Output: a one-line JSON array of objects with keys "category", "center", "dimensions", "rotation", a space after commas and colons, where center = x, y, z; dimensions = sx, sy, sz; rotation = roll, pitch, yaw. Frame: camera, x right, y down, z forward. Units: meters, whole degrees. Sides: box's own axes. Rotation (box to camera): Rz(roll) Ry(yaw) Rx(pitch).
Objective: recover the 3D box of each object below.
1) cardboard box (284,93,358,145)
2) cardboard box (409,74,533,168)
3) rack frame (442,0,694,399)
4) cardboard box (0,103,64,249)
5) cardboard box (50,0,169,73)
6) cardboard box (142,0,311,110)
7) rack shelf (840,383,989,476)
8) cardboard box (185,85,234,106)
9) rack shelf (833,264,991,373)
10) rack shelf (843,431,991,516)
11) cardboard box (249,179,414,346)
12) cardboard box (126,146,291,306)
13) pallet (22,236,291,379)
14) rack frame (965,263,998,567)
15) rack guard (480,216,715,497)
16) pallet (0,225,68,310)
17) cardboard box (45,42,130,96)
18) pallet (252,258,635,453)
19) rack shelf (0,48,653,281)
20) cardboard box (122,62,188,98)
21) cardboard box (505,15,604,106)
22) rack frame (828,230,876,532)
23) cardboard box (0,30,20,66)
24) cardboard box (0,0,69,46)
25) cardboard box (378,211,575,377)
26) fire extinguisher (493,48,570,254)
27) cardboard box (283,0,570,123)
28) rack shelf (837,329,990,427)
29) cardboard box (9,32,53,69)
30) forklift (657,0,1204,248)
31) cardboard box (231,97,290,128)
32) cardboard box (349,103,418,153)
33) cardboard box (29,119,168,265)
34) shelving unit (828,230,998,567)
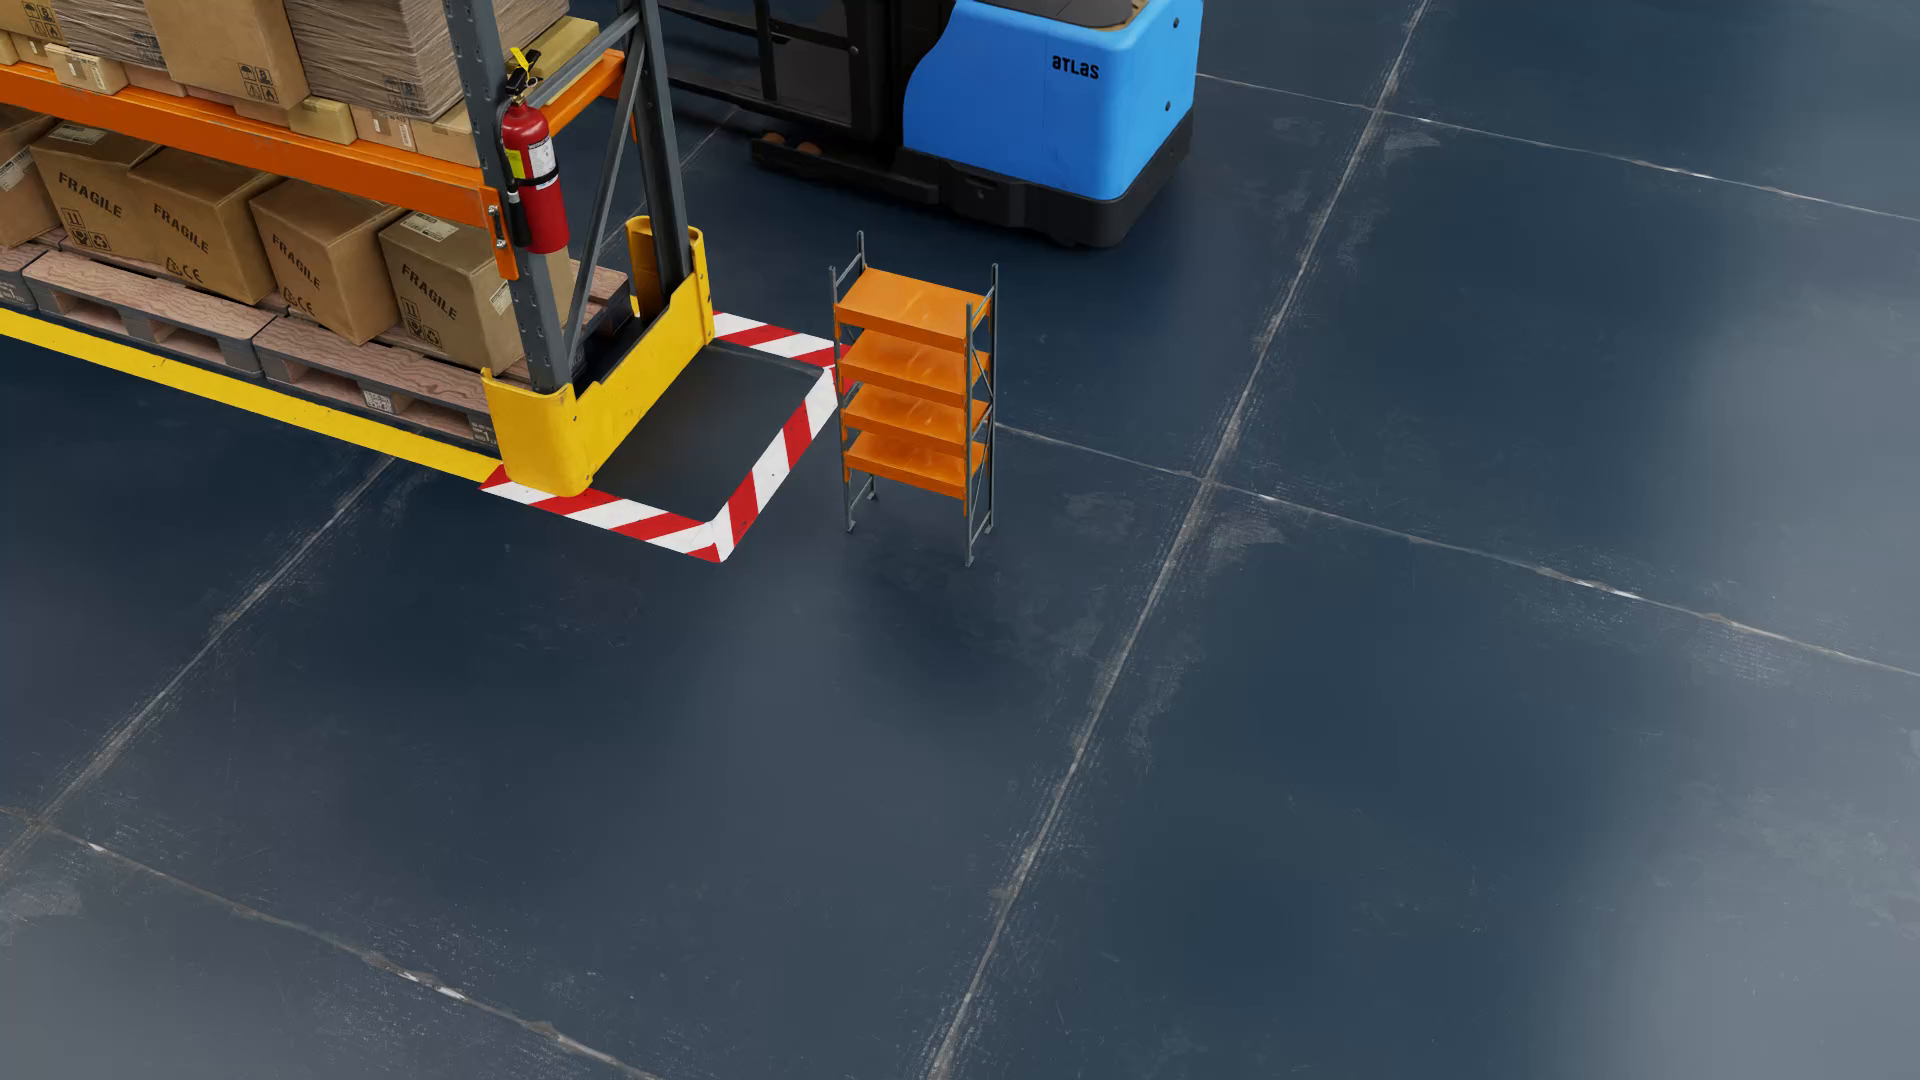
[{"category": "cardboard box", "center": [-2.168, -1.576, 5.886], "dimensions": [0.250, 0.149, 0.380], "rotation": [16, 47, 16]}, {"category": "cardboard box", "center": [-1.687, -1.474, 5.783], "dimensions": [0.250, 0.149, 0.380], "rotation": [16, 47, 16]}, {"category": "rack frame", "center": [-1.344, -1.620, 5.751], "dimensions": [0.127, 3.000, 1.000], "rotation": [16, 47, 16]}, {"category": "cardboard box", "center": [-4.151, -1.684, 7.290], "dimensions": [0.500, 0.500, 0.500], "rotation": [32, 53, 28]}, {"category": "cardboard box", "center": [-2.794, -2.149, 6.002], "dimensions": [0.500, 0.500, 0.875], "rotation": [16, 47, 16]}, {"category": "cardboard box", "center": [-2.349, -1.986, 5.837], "dimensions": [0.500, 0.500, 0.875], "rotation": [16, 47, 16]}, {"category": "rack shelf", "center": [-0.153, -0.423, 5.919], "dimensions": [0.480, 0.148, 0.258], "rotation": [16, 47, 16]}, {"category": "cardboard box", "center": [-2.607, -1.749, 6.059], "dimensions": [0.250, 0.149, 0.380], "rotation": [16, 47, 16]}, {"category": "rack shelf", "center": [-0.153, -0.749, 5.595], "dimensions": [0.480, 0.148, 0.258], "rotation": [16, 47, 16]}, {"category": "rack shelf", "center": [-0.153, -0.282, 6.059], "dimensions": [0.480, 0.148, 0.258], "rotation": [16, 47, 16]}, {"category": "cardboard box", "center": [-2.479, -1.203, 6.807], "dimensions": [0.500, 0.500, 0.500], "rotation": [29, 52, 26]}, {"category": "cardboard box", "center": [-3.050, -1.385, 6.990], "dimensions": [0.500, 0.500, 0.500], "rotation": [21, 48, 19]}, {"category": "pallet", "center": [-3.273, -1.228, 7.334], "dimensions": [1.213, 0.211, 1.003], "rotation": [16, 47, 16]}, {"category": "rack frame", "center": [0.072, -0.404, 5.805], "dimensions": [0.015, 1.200, 0.240], "rotation": [16, 47, 16]}, {"category": "rack guard", "center": [-1.415, -0.754, 6.654], "dimensions": [0.348, 0.500, 1.175], "rotation": [16, 47, 16]}, {"category": "pallet", "center": [-4.403, -1.558, 7.666], "dimensions": [1.213, 0.211, 1.003], "rotation": [16, 47, 16]}, {"category": "cardboard box", "center": [-3.112, -1.813, 6.123], "dimensions": [0.250, 0.149, 0.380], "rotation": [16, 47, 16]}, {"category": "pallet", "center": [-2.151, -0.896, 7.000], "dimensions": [1.213, 0.211, 1.003], "rotation": [16, 47, 16]}, {"category": "rack shelf", "center": [-3.190, -1.908, 6.551], "dimensions": [4.000, 0.370, 1.077], "rotation": [16, 47, 16]}, {"category": "cardboard box", "center": [-2.847, -1.803, 6.113], "dimensions": [0.250, 0.149, 0.380], "rotation": [16, 47, 16]}, {"category": "cardboard box", "center": [-1.516, -1.763, 6.074], "dimensions": [0.250, 0.149, 0.380], "rotation": [16, 47, 16]}, {"category": "rack frame", "center": [-0.378, -0.537, 5.939], "dimensions": [0.015, 1.200, 0.240], "rotation": [16, 47, 16]}, {"category": "cardboard box", "center": [-3.564, -1.964, 6.275], "dimensions": [0.250, 0.149, 0.380], "rotation": [16, 47, 16]}, {"category": "cardboard box", "center": [-3.251, -2.293, 6.146], "dimensions": [0.500, 0.500, 0.875], "rotation": [16, 47, 16]}, {"category": "cardboard box", "center": [-1.914, -1.063, 6.666], "dimensions": [0.500, 0.500, 0.500], "rotation": [25, 50, 23]}, {"category": "fire extinguisher", "center": [-1.416, -1.261, 5.446], "dimensions": [0.183, 0.674, 0.296], "rotation": [16, 47, 16]}, {"category": "cardboard box", "center": [-1.841, -1.928, 5.779], "dimensions": [0.500, 0.500, 0.875], "rotation": [16, 47, 16]}, {"category": "rack shelf", "center": [-0.153, -0.581, 5.762], "dimensions": [0.480, 0.148, 0.258], "rotation": [16, 47, 16]}, {"category": "cardboard box", "center": [-3.316, -1.926, 6.237], "dimensions": [0.250, 0.149, 0.380], "rotation": [16, 47, 16]}, {"category": "forklift", "center": [-0.433, -3.087, 7.274], "dimensions": [3.031, 2.935, 1.130], "rotation": [20, 48, 19]}, {"category": "cardboard box", "center": [-2.393, -1.654, 5.964], "dimensions": [0.250, 0.149, 0.380], "rotation": [16, 47, 16]}, {"category": "cardboard box", "center": [-1.917, -1.542, 5.851], "dimensions": [0.250, 0.149, 0.380], "rotation": [16, 47, 16]}, {"category": "cardboard box", "center": [-3.548, -1.566, 7.172], "dimensions": [0.500, 0.500, 0.500], "rotation": [13, 46, 12]}, {"category": "shelving unit", "center": [-0.153, -0.470, 5.872], "dimensions": [0.503, 1.200, 0.258], "rotation": [16, 47, 16]}]
